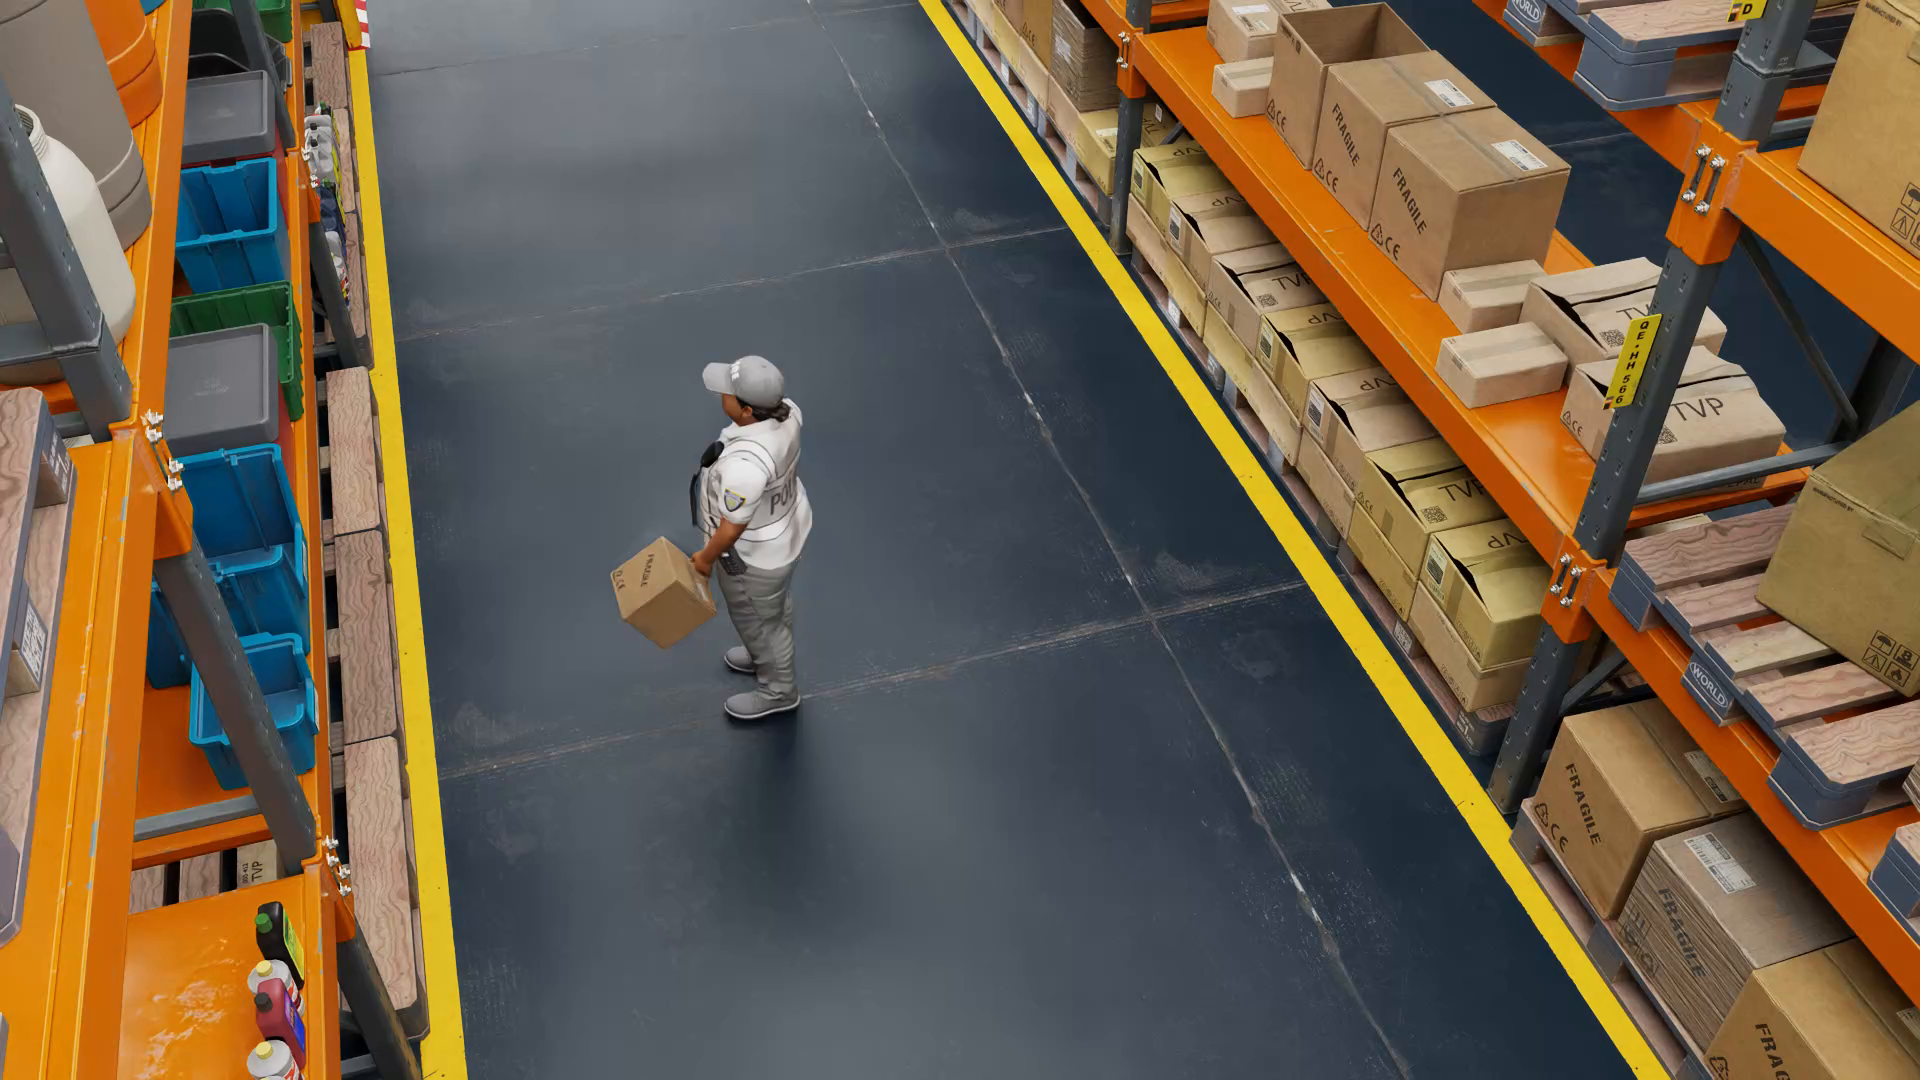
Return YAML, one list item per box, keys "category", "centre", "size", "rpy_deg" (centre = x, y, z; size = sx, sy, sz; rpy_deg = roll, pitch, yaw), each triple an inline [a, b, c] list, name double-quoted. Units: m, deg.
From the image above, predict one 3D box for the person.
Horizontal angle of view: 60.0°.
- category: "person"
  centre: [-0.781, 0.008, 6.138]
  size: [0.447, 1.675, 0.477]
  rpy_deg: [9, 43, 10]
